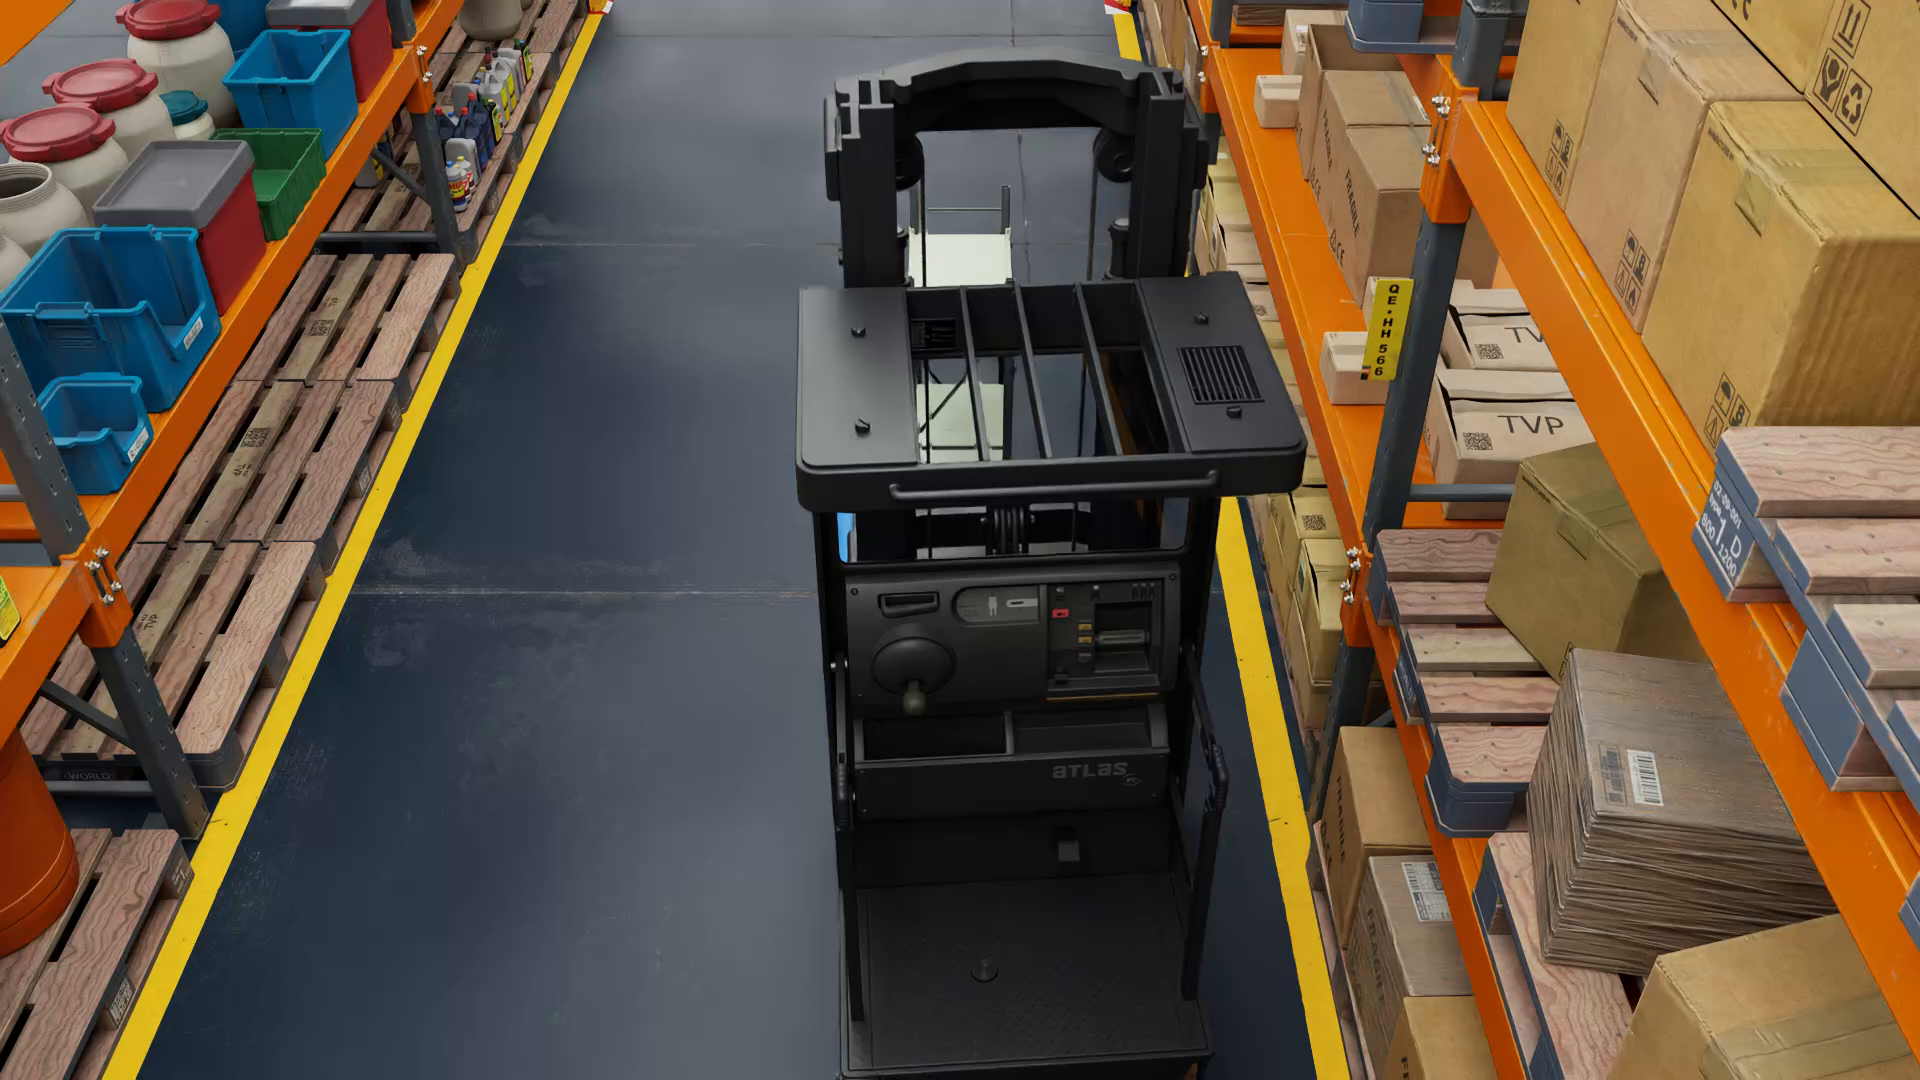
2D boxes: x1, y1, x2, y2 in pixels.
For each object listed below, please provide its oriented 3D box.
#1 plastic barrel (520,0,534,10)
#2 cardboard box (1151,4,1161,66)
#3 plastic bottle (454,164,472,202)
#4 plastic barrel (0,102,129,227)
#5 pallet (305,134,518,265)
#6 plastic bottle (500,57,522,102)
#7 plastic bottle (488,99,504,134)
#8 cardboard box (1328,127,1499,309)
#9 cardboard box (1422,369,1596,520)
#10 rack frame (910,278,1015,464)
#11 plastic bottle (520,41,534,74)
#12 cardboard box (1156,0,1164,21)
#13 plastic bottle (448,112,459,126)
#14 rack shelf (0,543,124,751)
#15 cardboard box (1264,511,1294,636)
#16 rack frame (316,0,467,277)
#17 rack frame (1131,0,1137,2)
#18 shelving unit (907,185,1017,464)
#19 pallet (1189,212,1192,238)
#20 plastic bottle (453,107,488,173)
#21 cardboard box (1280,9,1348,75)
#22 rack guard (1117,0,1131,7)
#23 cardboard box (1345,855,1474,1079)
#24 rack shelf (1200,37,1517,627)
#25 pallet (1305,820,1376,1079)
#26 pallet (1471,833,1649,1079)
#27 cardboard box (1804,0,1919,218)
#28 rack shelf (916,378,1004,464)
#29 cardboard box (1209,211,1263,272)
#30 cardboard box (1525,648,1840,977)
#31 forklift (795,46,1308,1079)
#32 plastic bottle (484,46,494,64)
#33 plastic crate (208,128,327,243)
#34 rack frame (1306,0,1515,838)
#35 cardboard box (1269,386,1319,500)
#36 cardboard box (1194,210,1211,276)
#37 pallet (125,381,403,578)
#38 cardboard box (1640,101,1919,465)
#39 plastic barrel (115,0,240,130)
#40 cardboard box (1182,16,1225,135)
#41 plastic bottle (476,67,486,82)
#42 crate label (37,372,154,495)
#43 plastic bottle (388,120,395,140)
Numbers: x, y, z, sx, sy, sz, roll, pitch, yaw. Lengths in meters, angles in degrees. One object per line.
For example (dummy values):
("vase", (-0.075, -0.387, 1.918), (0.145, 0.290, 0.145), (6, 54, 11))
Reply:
("plastic barrel", (-3.136, -3.919, 11.396), (0.421, 0.512, 0.421), (0, 39, 0))
("cardboard box", (1.522, -3.269, 10.794), (0.500, 0.250, 0.500), (0, 39, 0))
("plastic bottle", (-2.771, -1.979, 9.207), (0.097, 0.201, 0.097), (0, 39, 0))
("plastic barrel", (-3.426, -1.362, 6.442), (0.433, 0.535, 0.433), (0, 39, 0))
("pallet", (-3.168, -1.968, 9.537), (1.003, 0.211, 1.213), (0, 39, 0))
("plastic bottle", (-2.800, -2.854, 10.239), (0.152, 0.276, 0.135), (-1, 39, -1))
("plastic bottle", (-2.772, -2.516, 9.877), (0.097, 0.201, 0.097), (0, 39, 0))
("cardboard box", (1.731, -1.225, 6.299), (0.500, 0.500, 0.500), (-2, 39, -2))
("cardboard box", (1.792, -0.329, 5.333), (0.500, 0.311, 0.500), (2, 39, 3))
("rack frame", (0.000, -0.361, 6.501), (0.400, 1.500, 0.023), (0, 39, 0))
("plastic bottle", (-2.773, -3.069, 10.567), (0.097, 0.201, 0.097), (0, 39, 0))
("cardboard box", (1.534, -3.562, 10.559), (0.500, 0.500, 0.500), (0, 39, 0))
("plastic bottle", (-2.916, -2.339, 9.600), (0.097, 0.271, 0.097), (0, 39, 0))
("rack shelf", (-3.202, 1.396, 3.684), (1.077, 0.370, 4.000), (0, 39, 0))
("cardboard box", (1.500, 0.122, 6.562), (0.500, 0.250, 0.500), (0, 39, -1))
("rack frame", (-3.209, -2.636, 8.141), (1.000, 3.000, 0.127), (0, 39, 0))
("rack frame", (1.740, -5.139, 11.264), (1.000, 3.000, 0.127), (0, 39, 0))
("shelving unit", (0.000, -0.589, 6.786), (0.431, 1.500, 0.755), (0, 39, 0))
("pallet", (1.785, -2.047, 9.635), (1.003, 0.211, 1.213), (0, 39, 0))
("plastic bottle", (-2.795, -2.279, 9.462), (0.144, 0.351, 0.185), (1, 39, 1))
("cardboard box", (1.789, -2.271, 7.806), (0.500, 0.250, 0.500), (2, 39, 3))
("rack guard", (1.740, -4.179, 12.065), (1.175, 0.500, 0.348), (0, 39, 0))
("cardboard box", (1.470, 1.280, 4.902), (0.500, 0.500, 0.500), (-1, 39, -2))
("rack shelf", (1.747, -1.106, 6.807), (1.077, 0.370, 4.000), (0, 39, 0))
("pallet", (1.712, 1.419, 5.311), (1.003, 0.211, 1.213), (0, 39, 0))
("pallet", (1.756, 1.155, 3.564), (1.003, 0.211, 1.213), (0, 39, 0))
("cardboard box", (1.744, -0.825, 2.603), (0.500, 0.500, 0.500), (0, 39, 0))
("rack shelf", (0.000, -0.335, 6.990), (0.431, 0.370, 0.720), (0, 39, 0))
("cardboard box", (1.491, -1.376, 7.983), (0.500, 0.311, 0.500), (0, 39, -1))
("cardboard box", (1.672, 0.627, 3.654), (0.700, 0.500, 0.500), (7, 39, 8))
("forklift", (0.169, 0.352, 4.467), (1.130, 2.935, 3.031), (-3, 39, -3))
("plastic bottle", (-2.907, -2.943, 10.344), (0.061, 0.283, 0.133), (0, 39, 0))
("plastic crate", (-2.925, -1.465, 6.849), (0.450, 0.188, 0.662), (0, 39, 0))
("rack frame", (1.749, -0.136, 5.021), (1.000, 3.000, 0.127), (0, 39, 0))
("cardboard box", (1.497, -0.414, 6.783), (0.500, 0.311, 0.500), (0, 39, 0))
("cardboard box", (1.497, -1.476, 8.556), (0.500, 0.250, 0.500), (-1, 39, -1))
("pallet", (-3.165, -0.292, 7.446), (1.003, 0.211, 1.213), (0, 39, 0))
("cardboard box", (1.784, -0.429, 2.908), (0.910, 0.500, 0.500), (0, 39, 0))
("plastic barrel", (-3.427, -2.091, 7.352), (0.433, 0.535, 0.433), (0, 39, 0))
("cardboard box", (1.536, -2.624, 9.389), (0.500, 0.500, 0.500), (0, 39, 0))
("plastic bottle", (-2.925, -2.813, 10.248), (0.097, 0.201, 0.097), (0, 39, 0))
("crate label", (-2.830, -0.333, 5.401), (0.303, 0.233, 0.416), (0, 39, 0))
("plastic bottle", (-3.396, -2.489, 9.777), (0.061, 0.283, 0.133), (0, 39, 0))
